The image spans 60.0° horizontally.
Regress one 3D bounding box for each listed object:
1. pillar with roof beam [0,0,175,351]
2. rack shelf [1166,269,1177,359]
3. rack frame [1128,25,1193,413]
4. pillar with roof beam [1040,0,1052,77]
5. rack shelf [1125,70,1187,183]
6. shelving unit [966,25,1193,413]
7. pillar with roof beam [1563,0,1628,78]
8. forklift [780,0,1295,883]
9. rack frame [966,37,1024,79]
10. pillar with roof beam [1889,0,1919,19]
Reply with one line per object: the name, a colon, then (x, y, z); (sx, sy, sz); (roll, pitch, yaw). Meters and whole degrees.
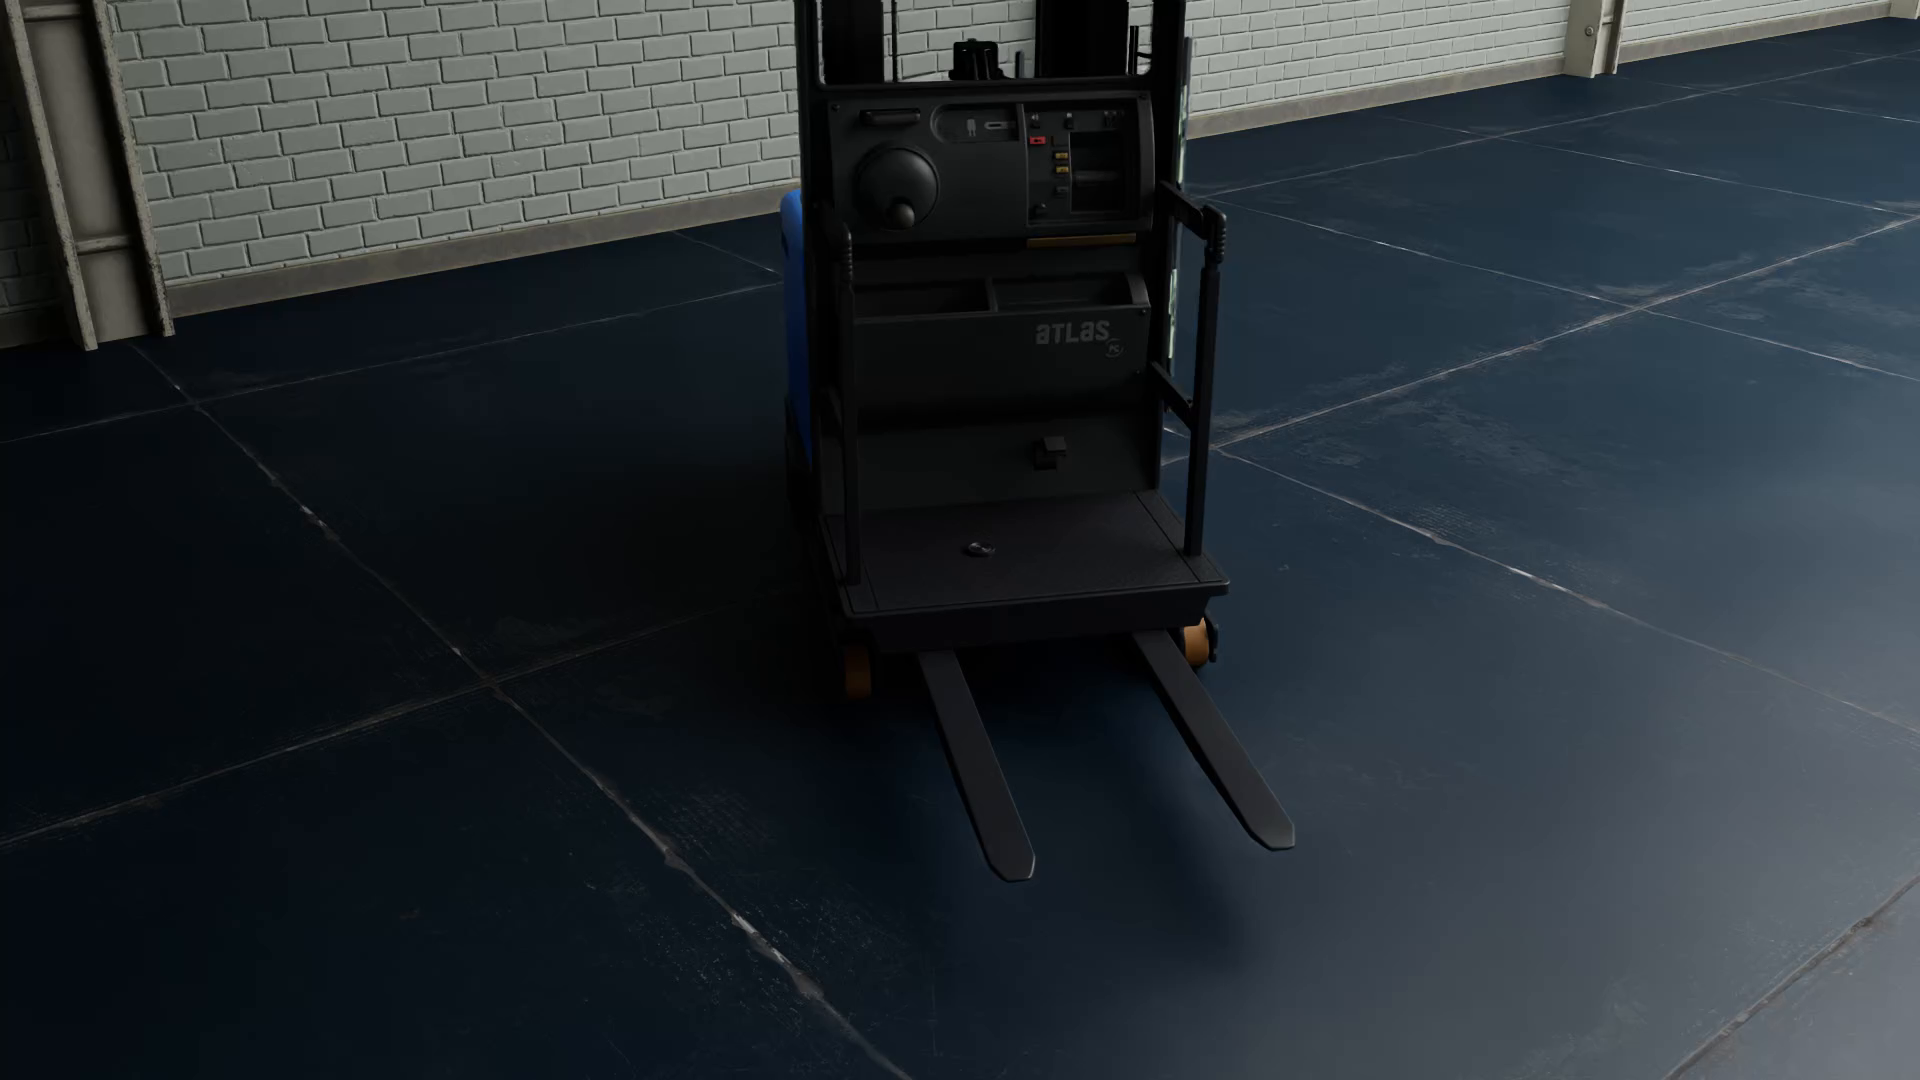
pillar with roof beam: (-1.291, -3.623, 2.868); (0.400, 9.000, 9.100); (-18, 31, -34)
rack shelf: (0.450, -0.915, 6.714); (0.720, 0.370, 0.431); (-13, 28, -25)
rack frame: (0.773, -1.283, 6.733); (0.023, 1.500, 0.400); (-13, 28, -25)
pillar with roof beam: (3.430, -5.182, 6.226); (0.400, 9.000, 9.100); (-18, 31, -34)
rack shelf: (0.450, -1.565, 6.413); (0.720, 0.370, 0.431); (-13, 28, -25)
shelving unit: (0.450, -1.211, 6.577); (0.755, 1.500, 0.431); (-13, 28, -25)
pillar with roof beam: (8.152, -6.741, 9.584); (0.400, 9.000, 9.100); (-18, 31, -34)
forklift: (0.137, -1.037, 4.503); (1.130, 2.935, 3.031); (-5, 25, -10)
rack frame: (0.126, -1.138, 6.421); (0.023, 1.500, 0.400); (-13, 28, -25)
pillar with roof beam: (12.873, -8.299, 12.943); (0.400, 9.000, 9.100); (-18, 31, -34)
